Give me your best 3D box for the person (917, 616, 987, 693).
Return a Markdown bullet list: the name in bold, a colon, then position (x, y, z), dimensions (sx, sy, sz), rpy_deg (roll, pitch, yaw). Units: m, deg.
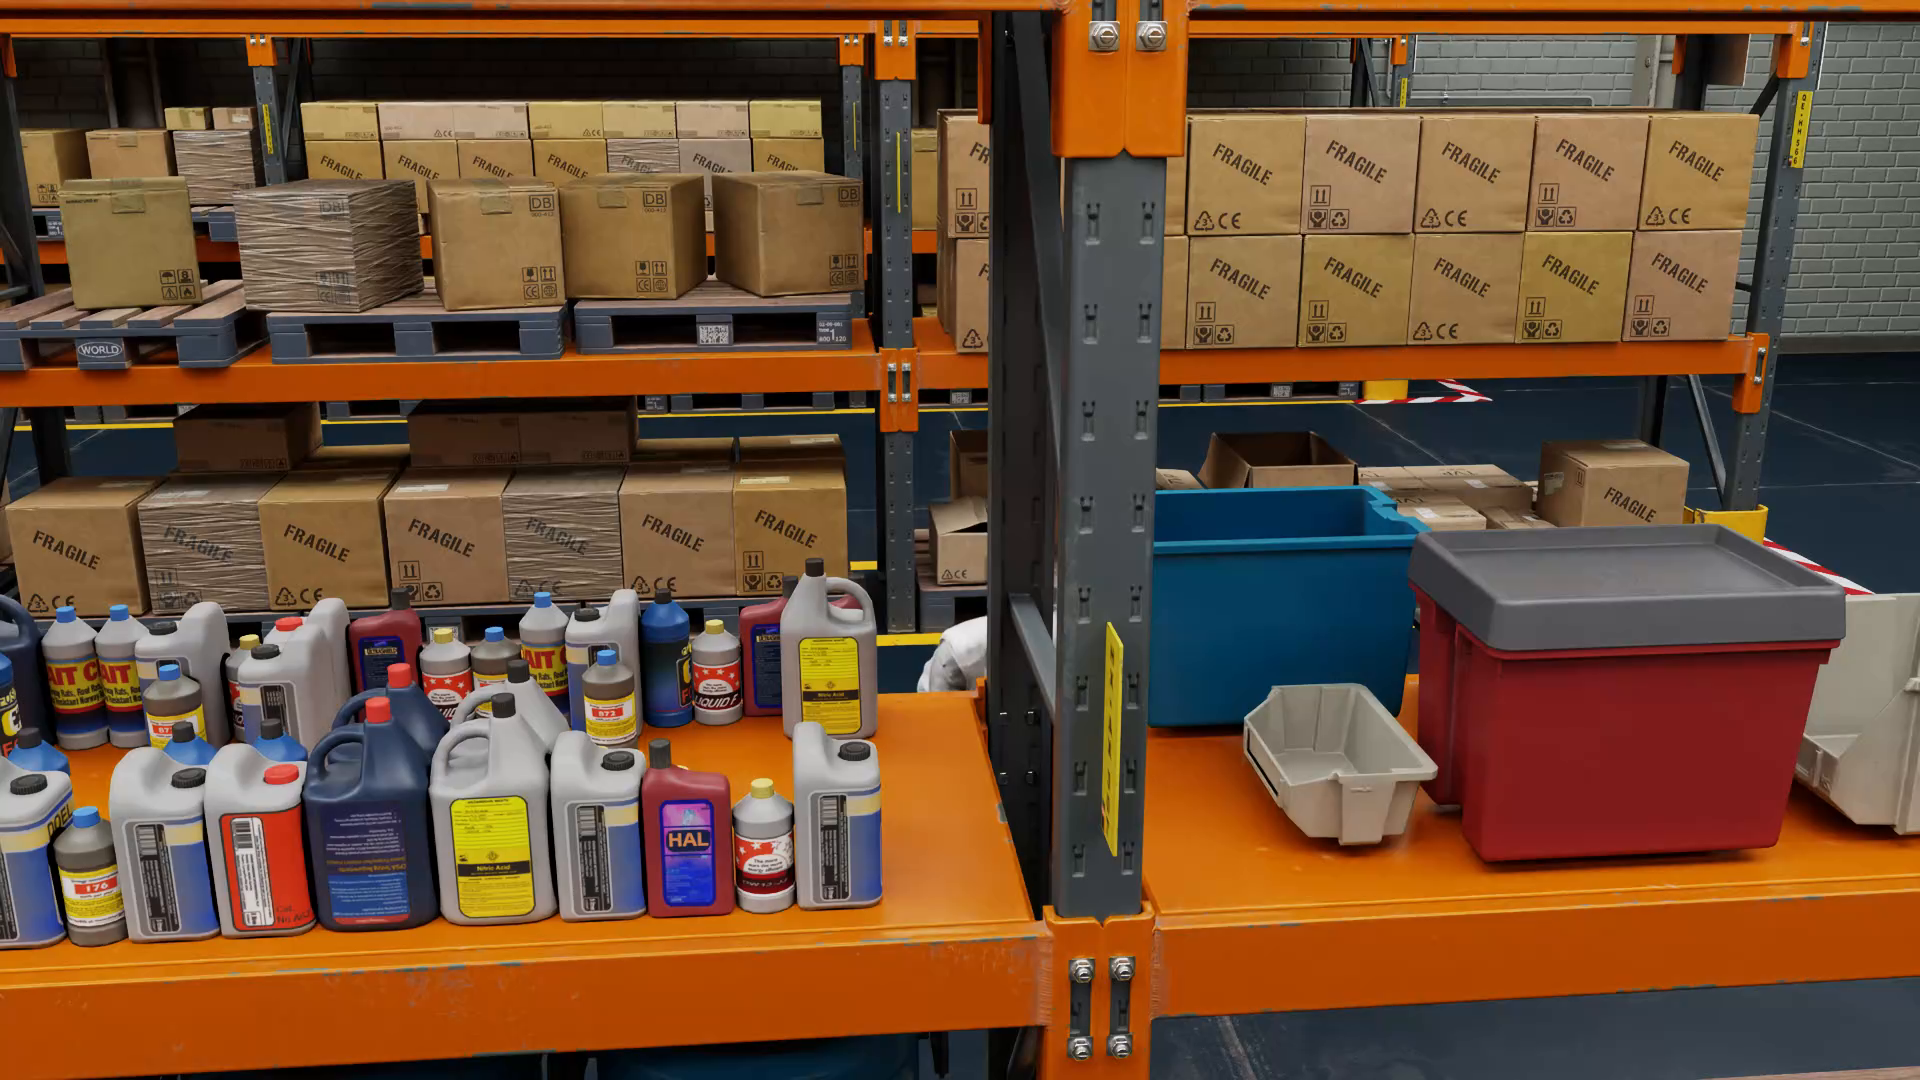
- **person**: position (0.103, 0.592, 5.500), dimensions (0.513, 0.841, 0.654), rpy_deg (-2, 17, -6)
